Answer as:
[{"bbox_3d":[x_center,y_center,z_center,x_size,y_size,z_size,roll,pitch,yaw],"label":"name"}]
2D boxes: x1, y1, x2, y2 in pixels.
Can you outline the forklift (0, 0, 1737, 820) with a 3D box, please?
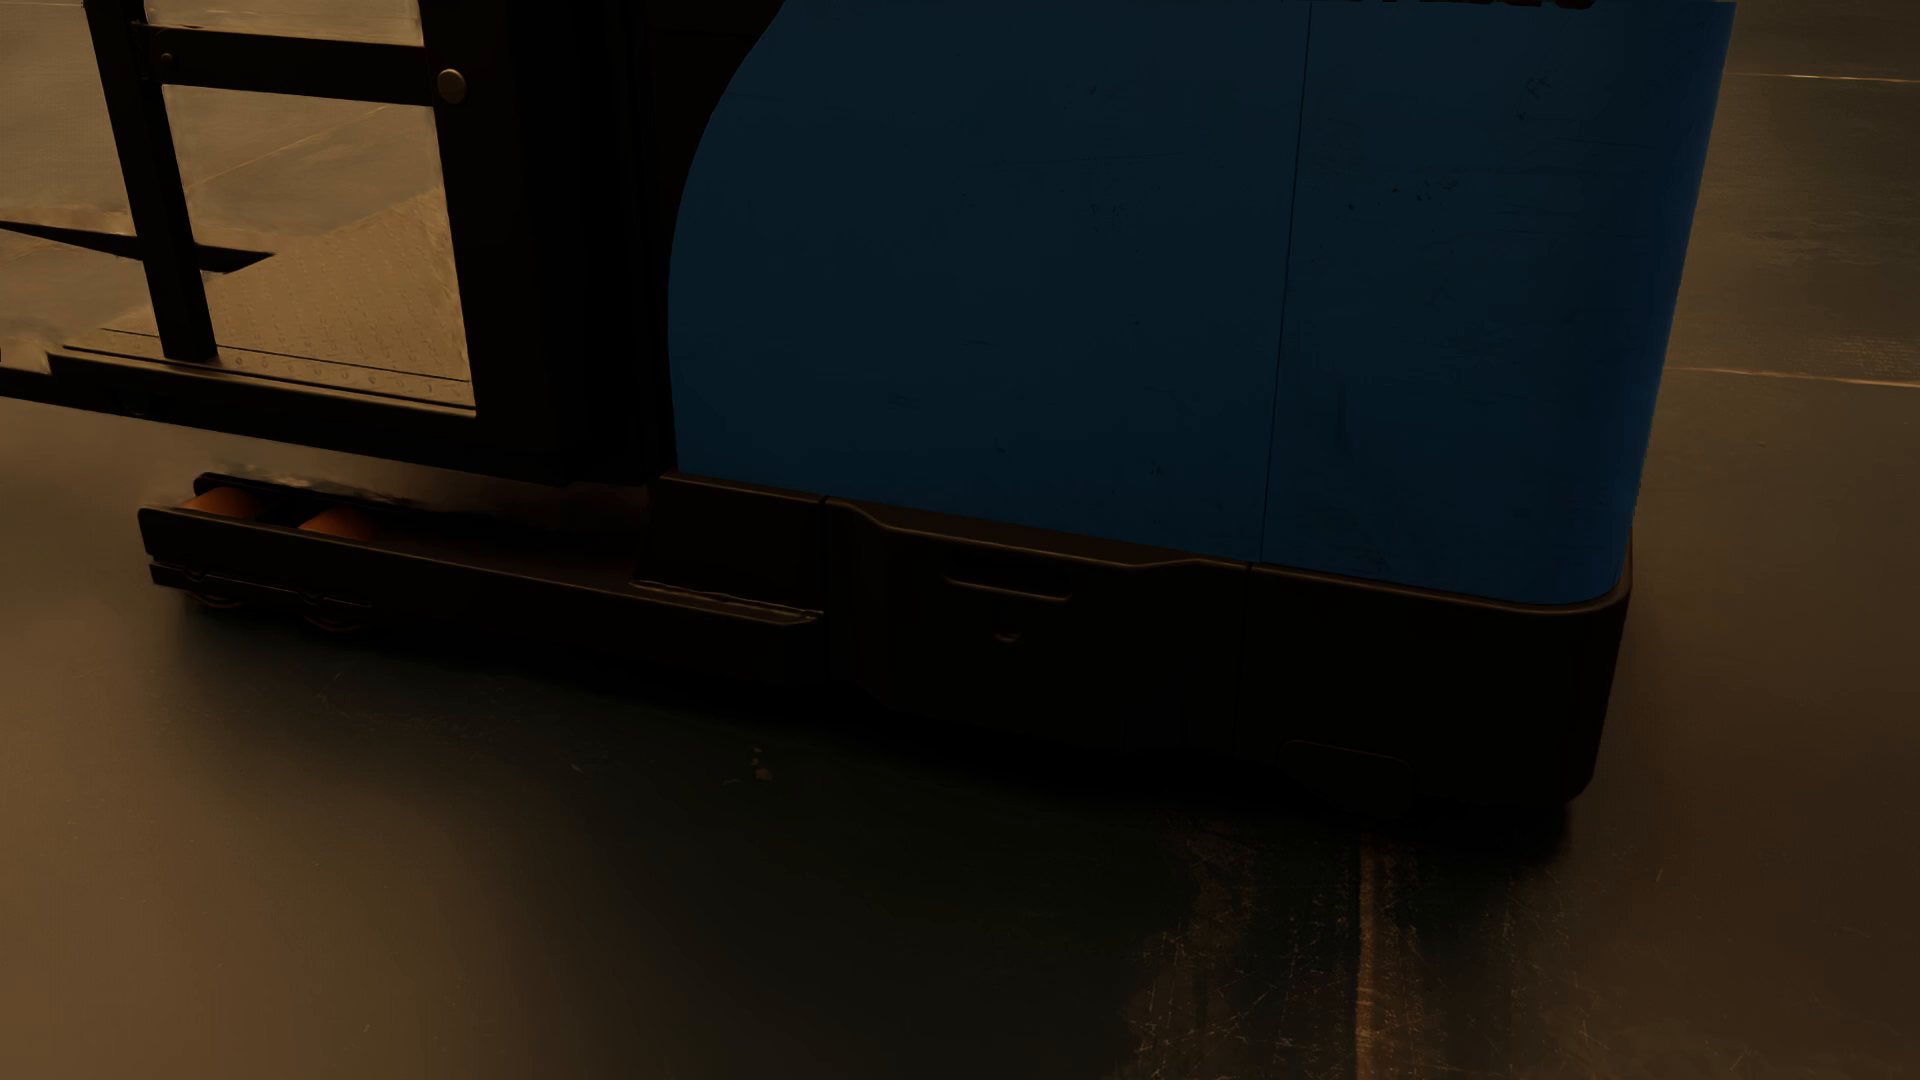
[{"bbox_3d":[-0.588,-1.396,2.012,3.031,2.935,1.130,9,28,17],"label":"forklift"}]
